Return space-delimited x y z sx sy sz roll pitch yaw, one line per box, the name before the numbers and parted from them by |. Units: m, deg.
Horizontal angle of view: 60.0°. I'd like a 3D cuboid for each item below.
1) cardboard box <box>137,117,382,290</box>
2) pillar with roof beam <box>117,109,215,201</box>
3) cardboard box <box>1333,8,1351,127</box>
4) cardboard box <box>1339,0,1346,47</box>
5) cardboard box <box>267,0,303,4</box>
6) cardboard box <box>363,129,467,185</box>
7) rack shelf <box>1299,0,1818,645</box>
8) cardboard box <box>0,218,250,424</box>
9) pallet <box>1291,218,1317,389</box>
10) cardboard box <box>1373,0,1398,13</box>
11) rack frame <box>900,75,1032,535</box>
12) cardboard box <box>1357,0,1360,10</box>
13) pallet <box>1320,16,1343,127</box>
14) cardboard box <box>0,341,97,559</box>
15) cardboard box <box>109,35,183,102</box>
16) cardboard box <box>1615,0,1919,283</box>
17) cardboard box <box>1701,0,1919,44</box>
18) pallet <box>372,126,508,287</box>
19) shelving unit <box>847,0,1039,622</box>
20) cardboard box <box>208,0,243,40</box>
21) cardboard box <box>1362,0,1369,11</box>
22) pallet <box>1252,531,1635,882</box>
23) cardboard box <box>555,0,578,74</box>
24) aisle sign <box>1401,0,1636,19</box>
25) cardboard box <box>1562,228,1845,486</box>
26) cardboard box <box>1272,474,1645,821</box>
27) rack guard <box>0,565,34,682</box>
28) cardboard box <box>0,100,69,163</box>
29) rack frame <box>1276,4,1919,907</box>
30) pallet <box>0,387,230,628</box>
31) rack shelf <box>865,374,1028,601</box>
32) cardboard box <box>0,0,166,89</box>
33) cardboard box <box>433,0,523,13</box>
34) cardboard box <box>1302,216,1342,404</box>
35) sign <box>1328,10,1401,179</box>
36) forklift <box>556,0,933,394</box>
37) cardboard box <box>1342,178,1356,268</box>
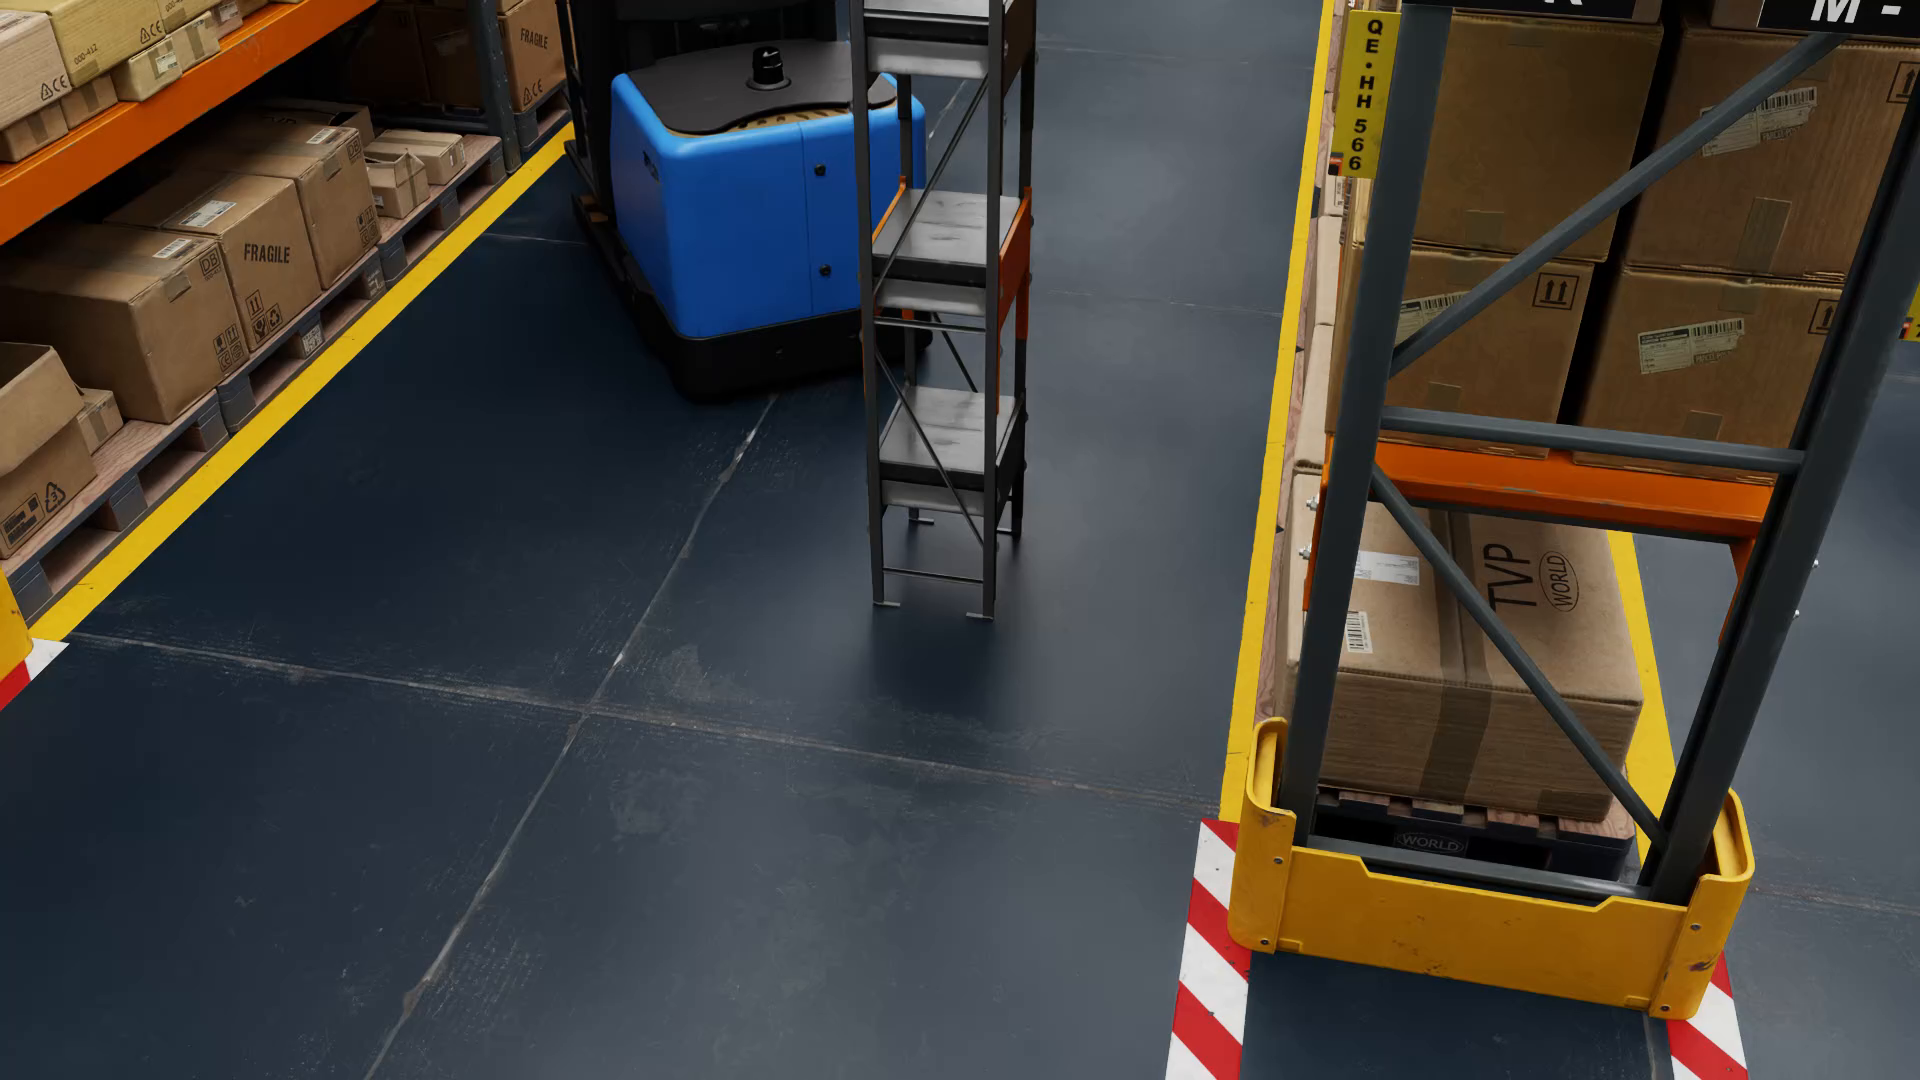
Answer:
cardboard box | -2.885 -1.401 6.899 0.700 0.500 0.500 6 36 8
pillar with roof beam | 0.481 -4.721 4.595 9.100 9.000 0.400 7 37 10
cardboard box | 2.208 -2.173 7.644 0.875 0.875 0.875 8 37 11
cardboard box | 2.585 -3.204 9.067 0.875 0.875 0.875 8 37 11
cardboard box | -2.693 -2.200 6.444 0.380 0.149 0.250 7 36 9
cardboard box | -2.528 -1.777 7.717 0.380 0.149 0.250 6 36 9
rack shelf | 1.727 -1.059 5.269 1.077 0.370 4.000 7 37 10
cardboard box | -3.106 -0.806 6.078 0.700 0.500 0.500 9 37 12
pallet | 1.915 -0.942 6.870 1.003 0.211 1.213 7 37 10
cardboard box | 1.253 -1.259 3.994 0.500 0.500 0.500 7 37 10
rack frame | 0.017 -0.895 5.196 0.400 2.100 0.015 7 37 10
cardboard box | 1.687 -2.014 5.887 0.500 0.500 0.500 8 37 10
pallet | 2.504 -2.522 9.049 1.003 0.211 1.213 7 37 10
cardboard box | -3.327 -0.322 5.408 0.797 0.503 0.637 6 36 8
cardboard box | -2.888 -1.609 5.628 0.380 0.149 0.250 6 36 9
cardboard box | 1.680 -0.889 3.483 0.500 0.500 0.500 7 36 9
cardboard box | 1.646 -1.081 3.195 0.380 0.149 0.250 8 37 11
pallet | -2.844 -1.595 7.770 1.003 0.211 1.213 7 37 10
shelving unit | -0.035 -0.755 5.003 0.431 2.100 0.503 7 37 10
cardboard box | -2.864 -1.919 6.055 0.380 0.149 0.250 7 37 10
cardboard box | 1.464 -1.434 5.087 0.500 0.500 0.500 8 37 11
pallet | 1.394 0.457 4.940 1.003 0.211 1.213 7 37 10
cardboard box | -2.269 -2.831 8.872 0.500 0.500 0.500 7 36 9
aisle sign | 0.981 -1.254 2.709 0.394 0.787 0.004 7 37 10
cardboard box | 1.683 -0.484 3.776 0.500 0.500 0.500 7 37 10
cardboard box | 1.343 0.272 4.644 0.875 0.438 0.875 6 36 8
rack guard | -3.534 0.144 5.125 1.175 0.500 0.348 7 37 10
cardboard box | -3.067 -1.320 5.230 0.380 0.149 0.250 8 37 11
rack frame | 1.300 -0.204 3.476 1.000 3.000 0.127 7 37 10
pallet | -3.365 -0.196 5.840 1.003 0.211 1.213 7 37 10
rack shelf | -0.035 -0.177 5.422 0.431 0.518 0.480 7 37 10
cardboard box | -2.978 -1.690 5.401 0.500 0.250 0.500 7 36 9
cardboard box | -2.359 -2.710 8.153 0.380 0.149 0.250 9 37 12
cardboard box | 1.724 -0.770 6.082 0.875 0.438 0.875 6 36 9
sign | 0.773 -0.845 3.171 0.100 0.325 0.005 7 37 10
forklift | -1.151 -2.608 6.850 1.130 2.935 3.031 -14 38 -18
cardboard box | 1.266 -0.840 4.268 0.500 0.500 0.500 7 36 9
